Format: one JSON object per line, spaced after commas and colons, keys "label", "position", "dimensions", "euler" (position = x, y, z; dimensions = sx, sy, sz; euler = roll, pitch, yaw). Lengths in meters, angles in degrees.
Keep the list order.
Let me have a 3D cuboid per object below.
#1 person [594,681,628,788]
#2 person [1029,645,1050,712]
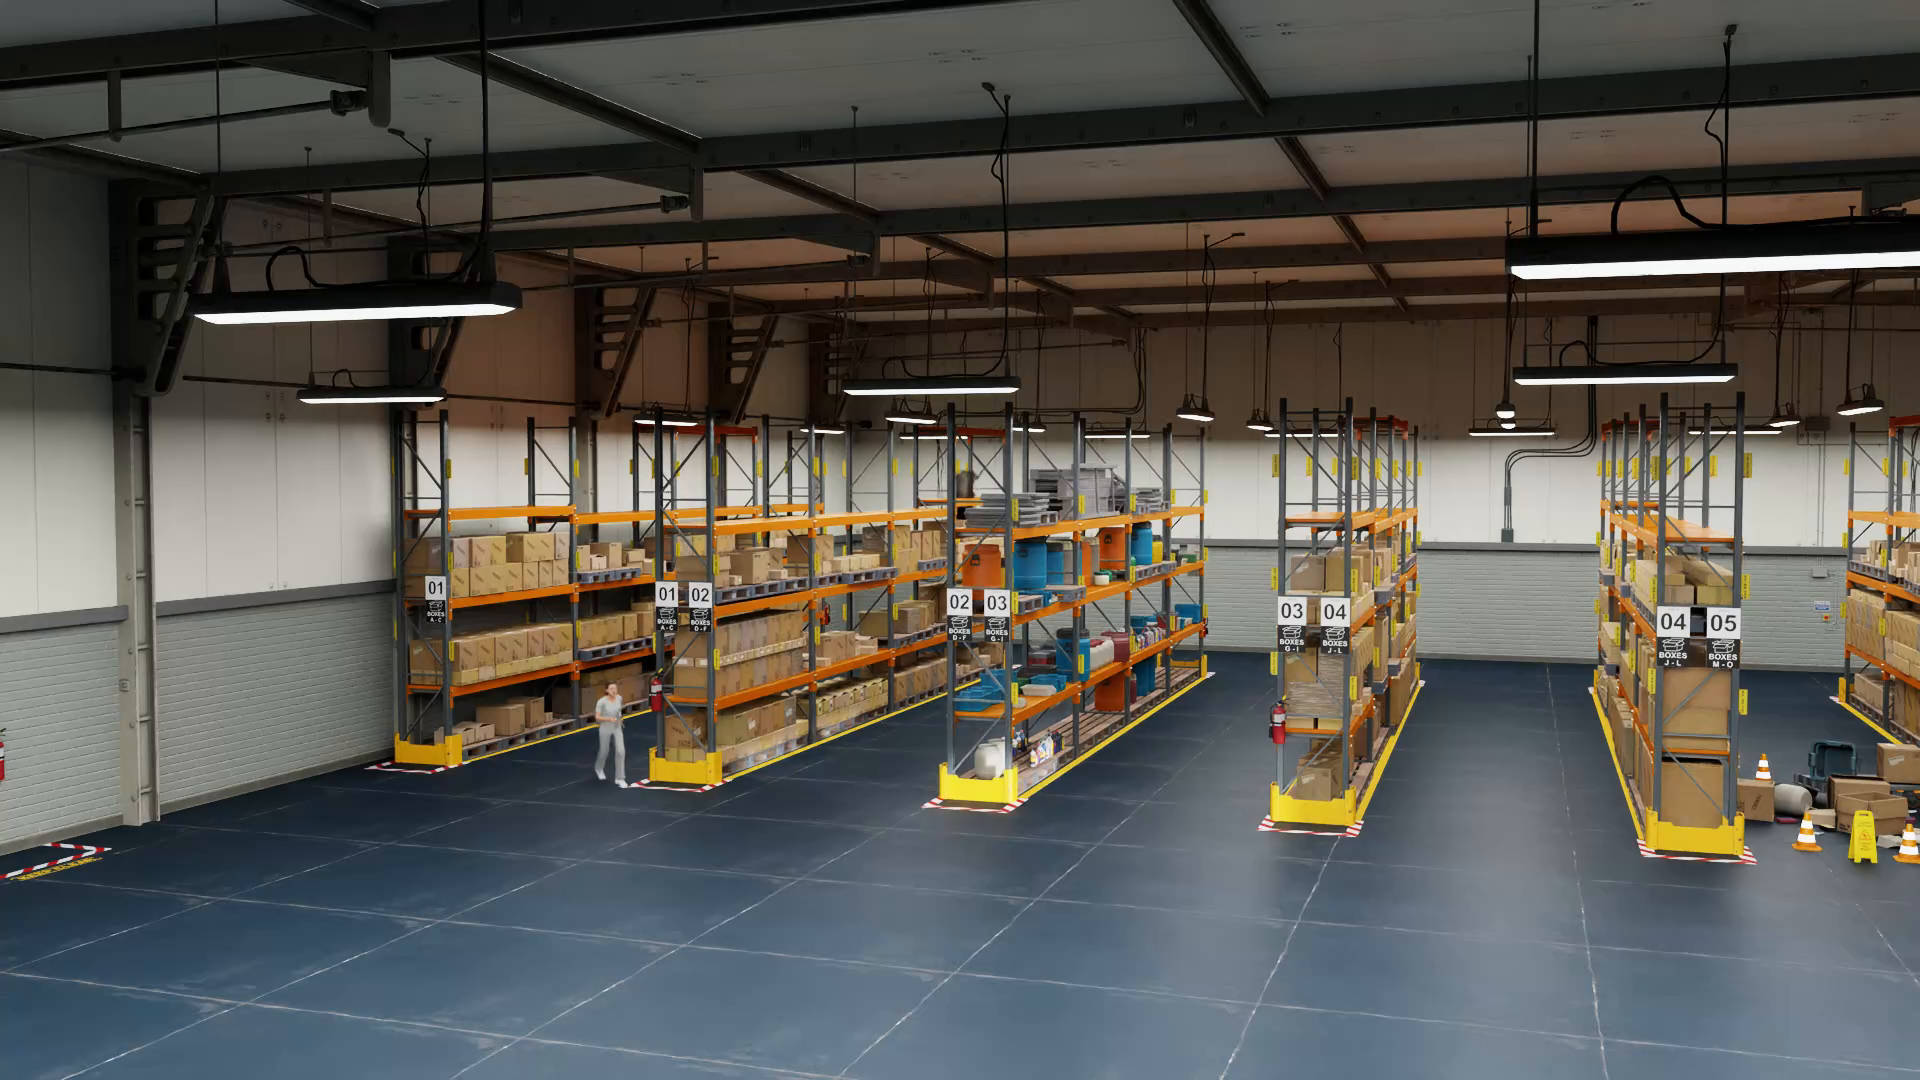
{"label": "person", "position": [-5.552, 3.035, 26.281], "dimensions": [0.515, 1.662, 0.969], "euler": [-1, 3, -30]}
{"label": "person", "position": [1.613, 2.824, 33.849], "dimensions": [0.608, 1.427, 0.954], "euler": [2, 3, 39]}
